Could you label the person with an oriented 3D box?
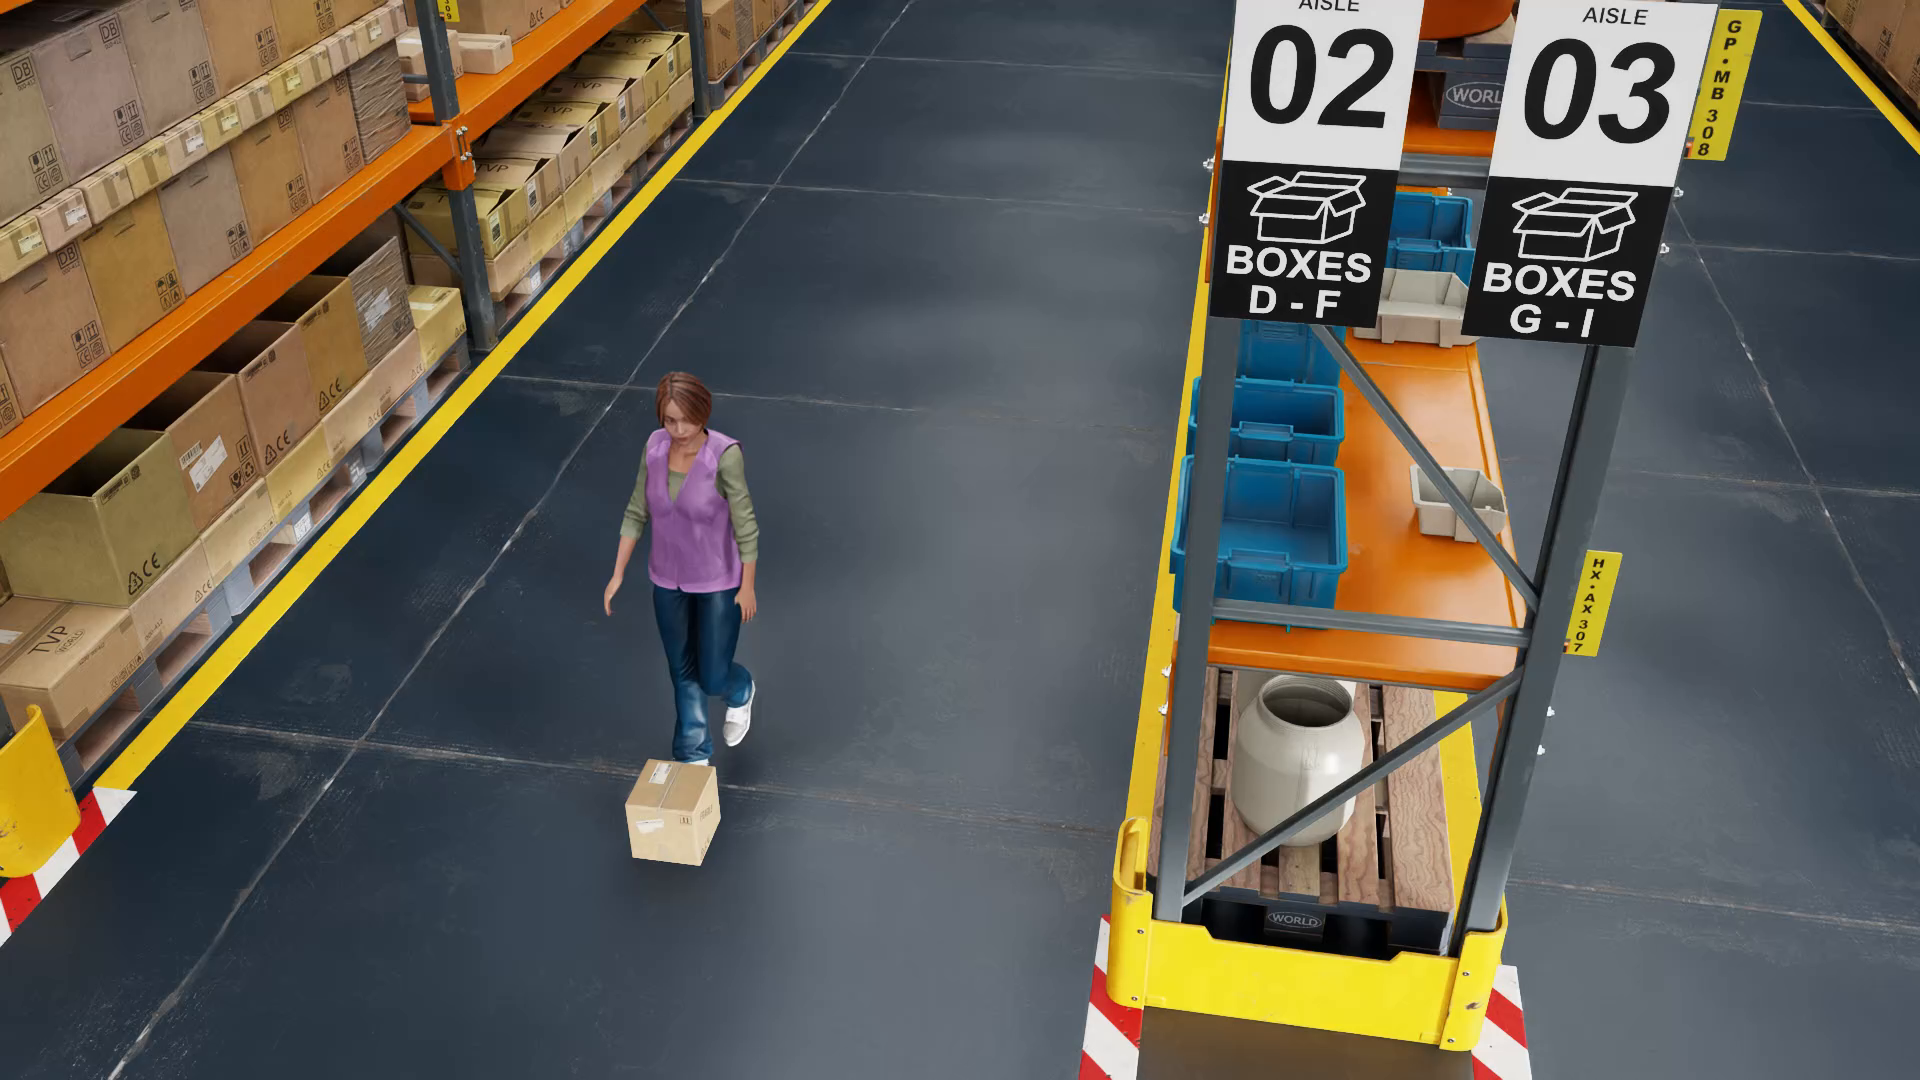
[{"bbox_3d":[-0.966,0.171,5.871,0.485,1.586,0.554,12,35,18],"label":"person"}]
